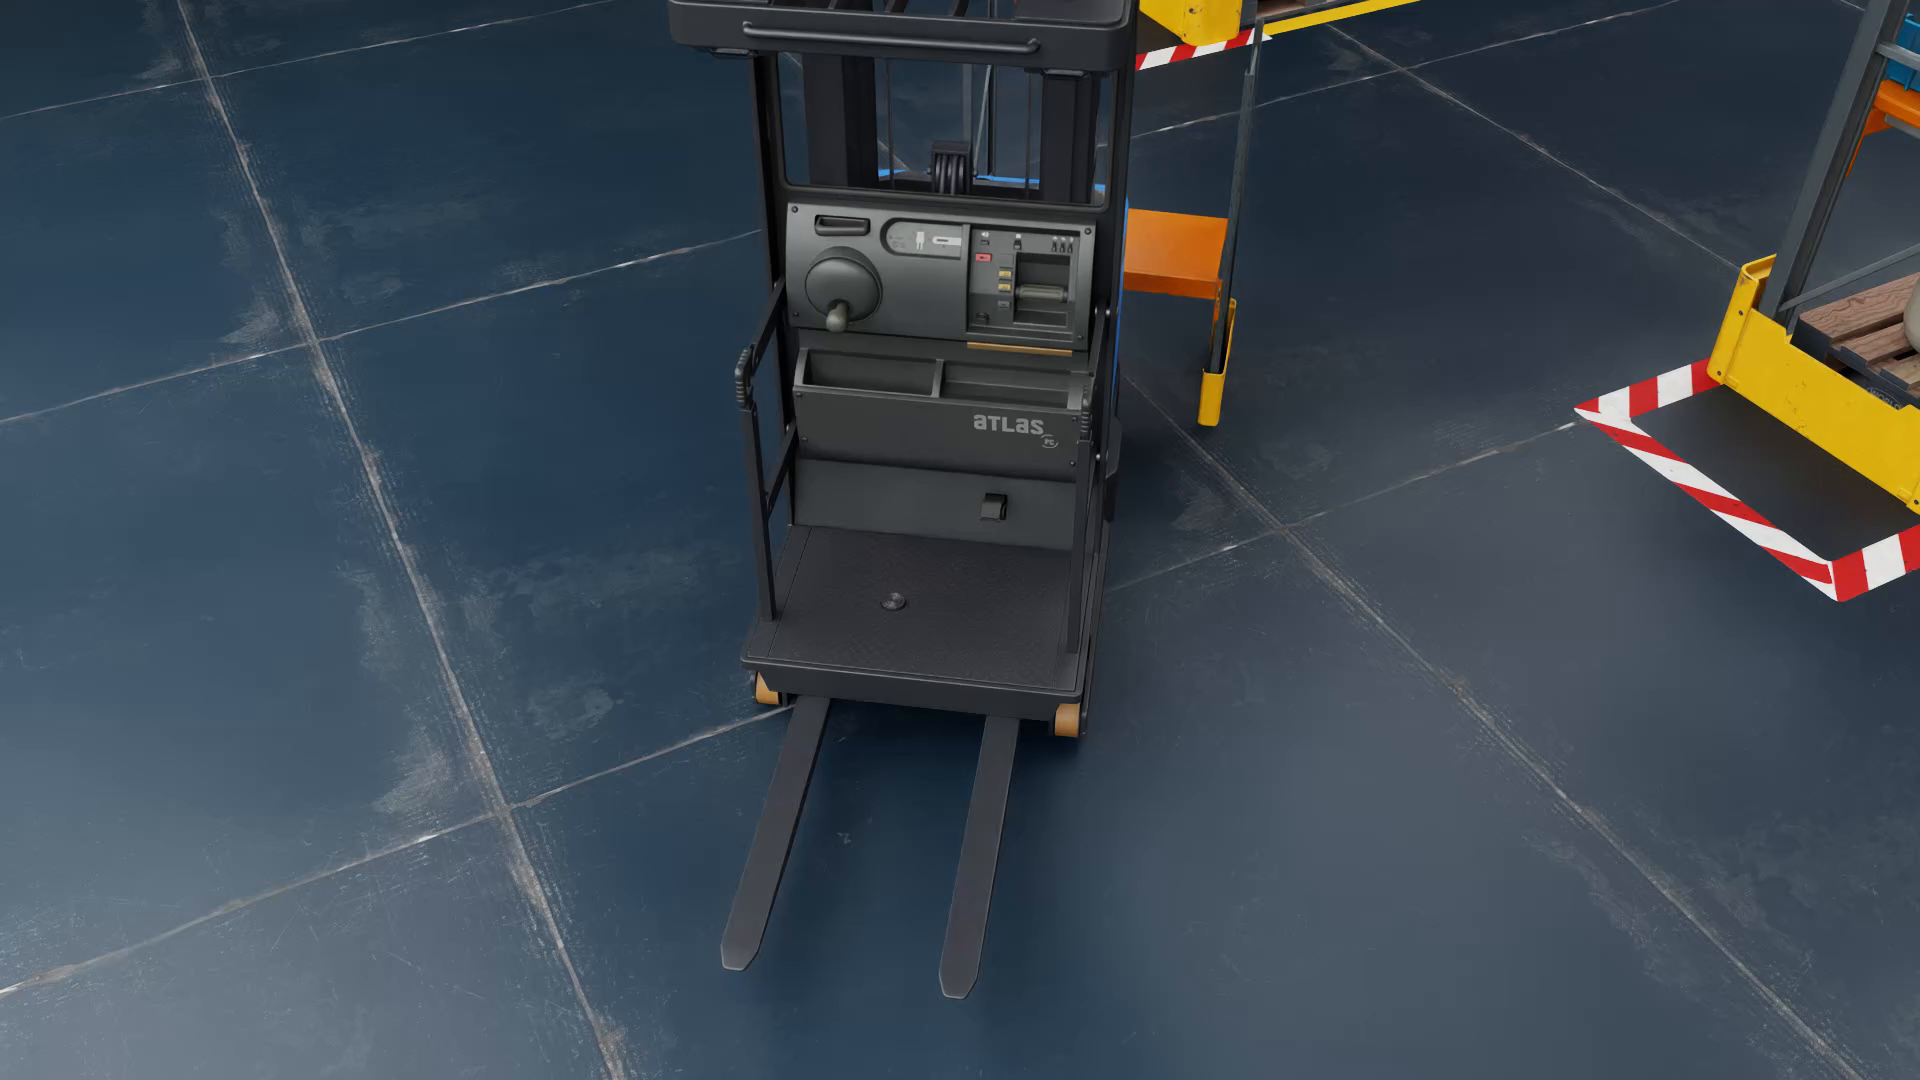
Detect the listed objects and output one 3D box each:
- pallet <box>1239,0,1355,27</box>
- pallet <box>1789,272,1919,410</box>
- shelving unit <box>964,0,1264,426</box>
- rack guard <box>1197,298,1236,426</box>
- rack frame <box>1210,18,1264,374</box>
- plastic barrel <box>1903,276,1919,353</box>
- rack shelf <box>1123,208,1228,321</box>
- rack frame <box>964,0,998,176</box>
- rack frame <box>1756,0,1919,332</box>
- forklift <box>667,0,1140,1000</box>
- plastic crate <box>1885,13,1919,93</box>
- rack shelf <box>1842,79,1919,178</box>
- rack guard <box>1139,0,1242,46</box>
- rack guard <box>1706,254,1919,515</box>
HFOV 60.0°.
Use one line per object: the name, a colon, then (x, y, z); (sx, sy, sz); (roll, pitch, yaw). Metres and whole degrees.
pallet: (1.913, -3.568, 10.302); (1.213, 0.211, 1.003); (-19, 44, -21)
pallet: (4.308, -0.765, 6.991); (1.213, 0.211, 1.003); (-19, 44, -21)
shelving unit: (0.586, -1.295, 6.619); (1.083, 1.500, 0.587); (8, 41, 9)
rack guard: (1.073, -0.749, 6.942); (0.087, 0.250, 0.587); (8, 41, 9)
rack frame: (1.074, -1.226, 6.538); (0.032, 1.500, 0.500); (8, 41, 9)
plastic barrel: (4.087, -0.991, 6.700); (0.421, 0.512, 0.421); (0, 40, 0)
rack shelf: (0.577, -1.159, 6.736); (1.000, 0.185, 0.538); (8, 41, 9)
rack frame: (0.081, -1.366, 6.702); (0.032, 1.500, 0.500); (8, 41, 9)
rack frame: (3.539, -1.541, 5.748); (0.127, 3.000, 1.000); (-19, 44, -21)
forklift: (-0.093, -0.718, 4.830); (1.130, 2.935, 3.031); (6, 41, 6)
plastic crate: (3.845, -1.805, 6.175); (0.616, 0.251, 0.499); (-19, 44, -21)
rack shelf: (5.313, -1.863, 6.686); (4.000, 0.370, 1.077); (-19, 44, -21)
rack guard: (1.233, -3.419, 9.902); (0.348, 0.500, 1.175); (-19, 44, -21)
rack guard: (3.585, -0.636, 6.615); (0.348, 0.500, 1.175); (-19, 44, -21)
